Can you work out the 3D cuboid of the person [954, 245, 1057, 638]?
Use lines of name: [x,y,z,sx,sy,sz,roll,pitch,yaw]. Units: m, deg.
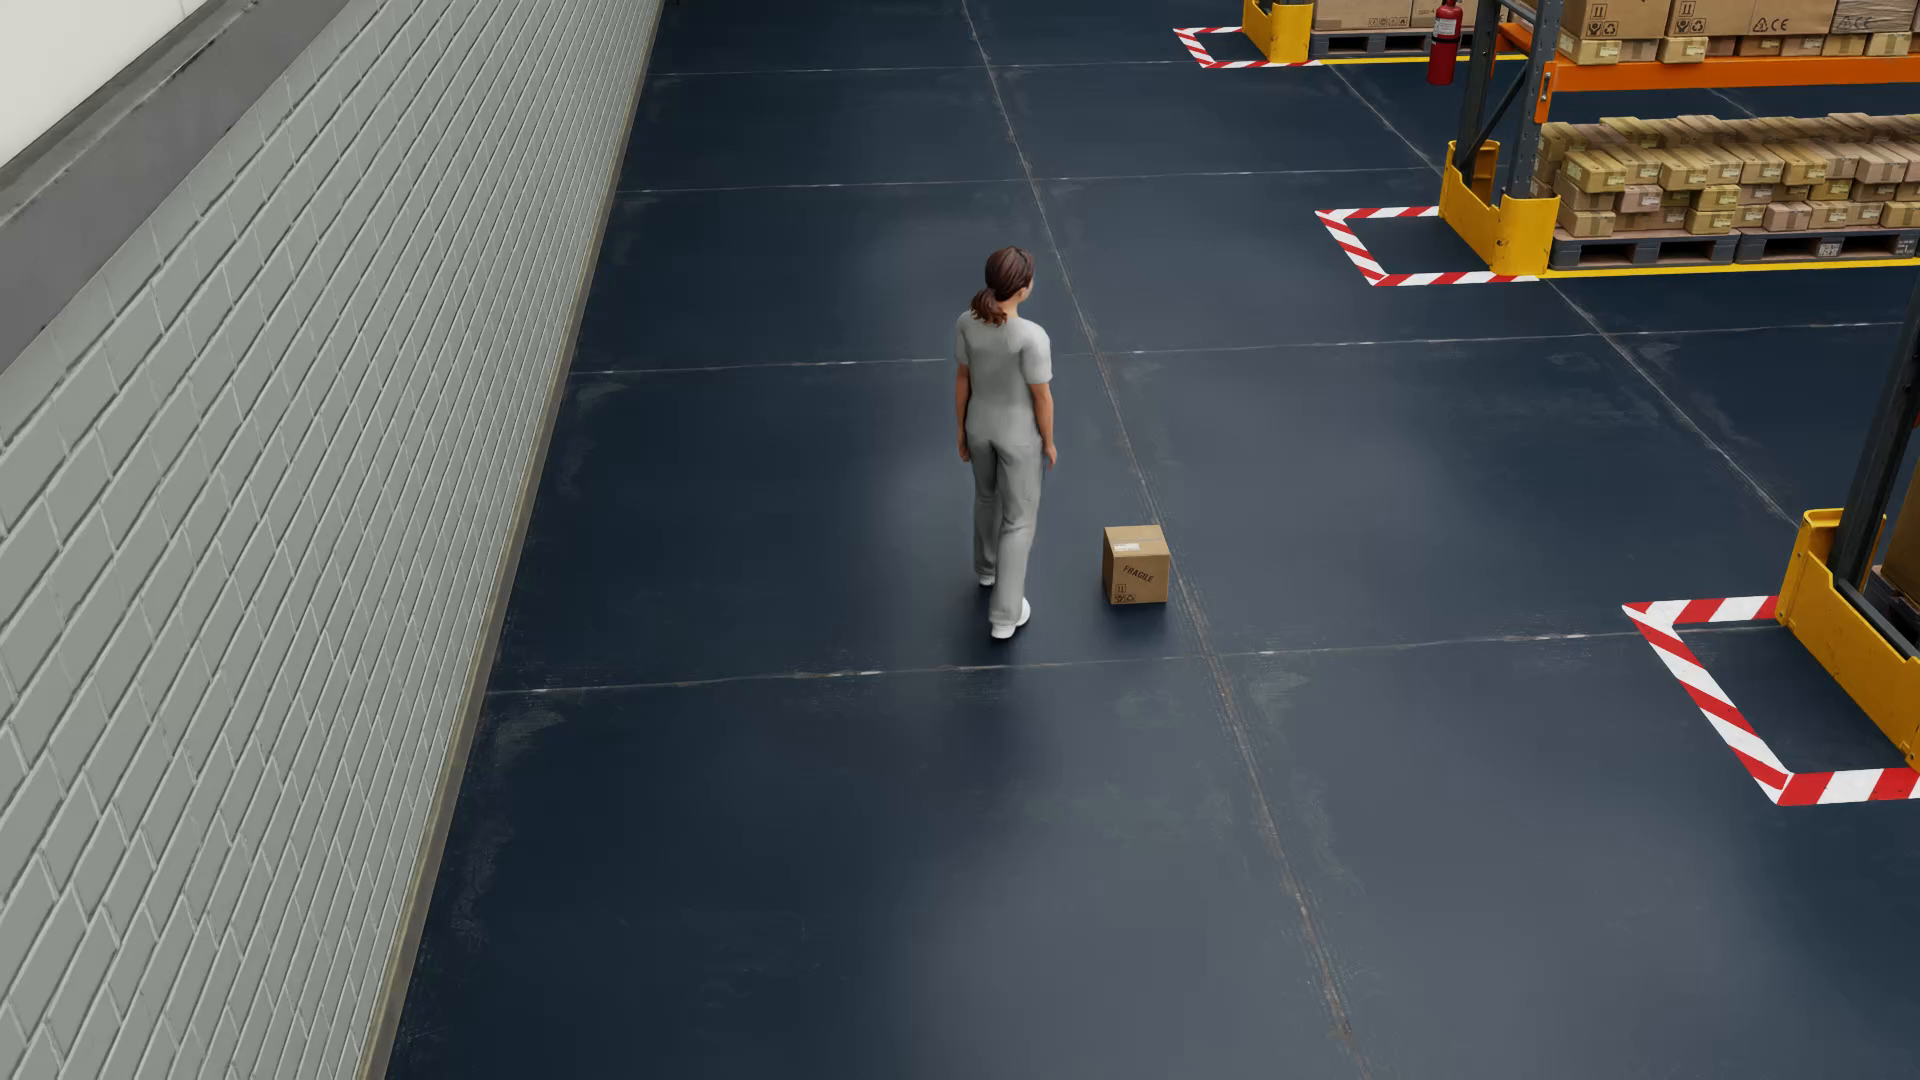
person: [0.217,-0.451,6.860,0.466,1.666,0.641,20,36,29]
